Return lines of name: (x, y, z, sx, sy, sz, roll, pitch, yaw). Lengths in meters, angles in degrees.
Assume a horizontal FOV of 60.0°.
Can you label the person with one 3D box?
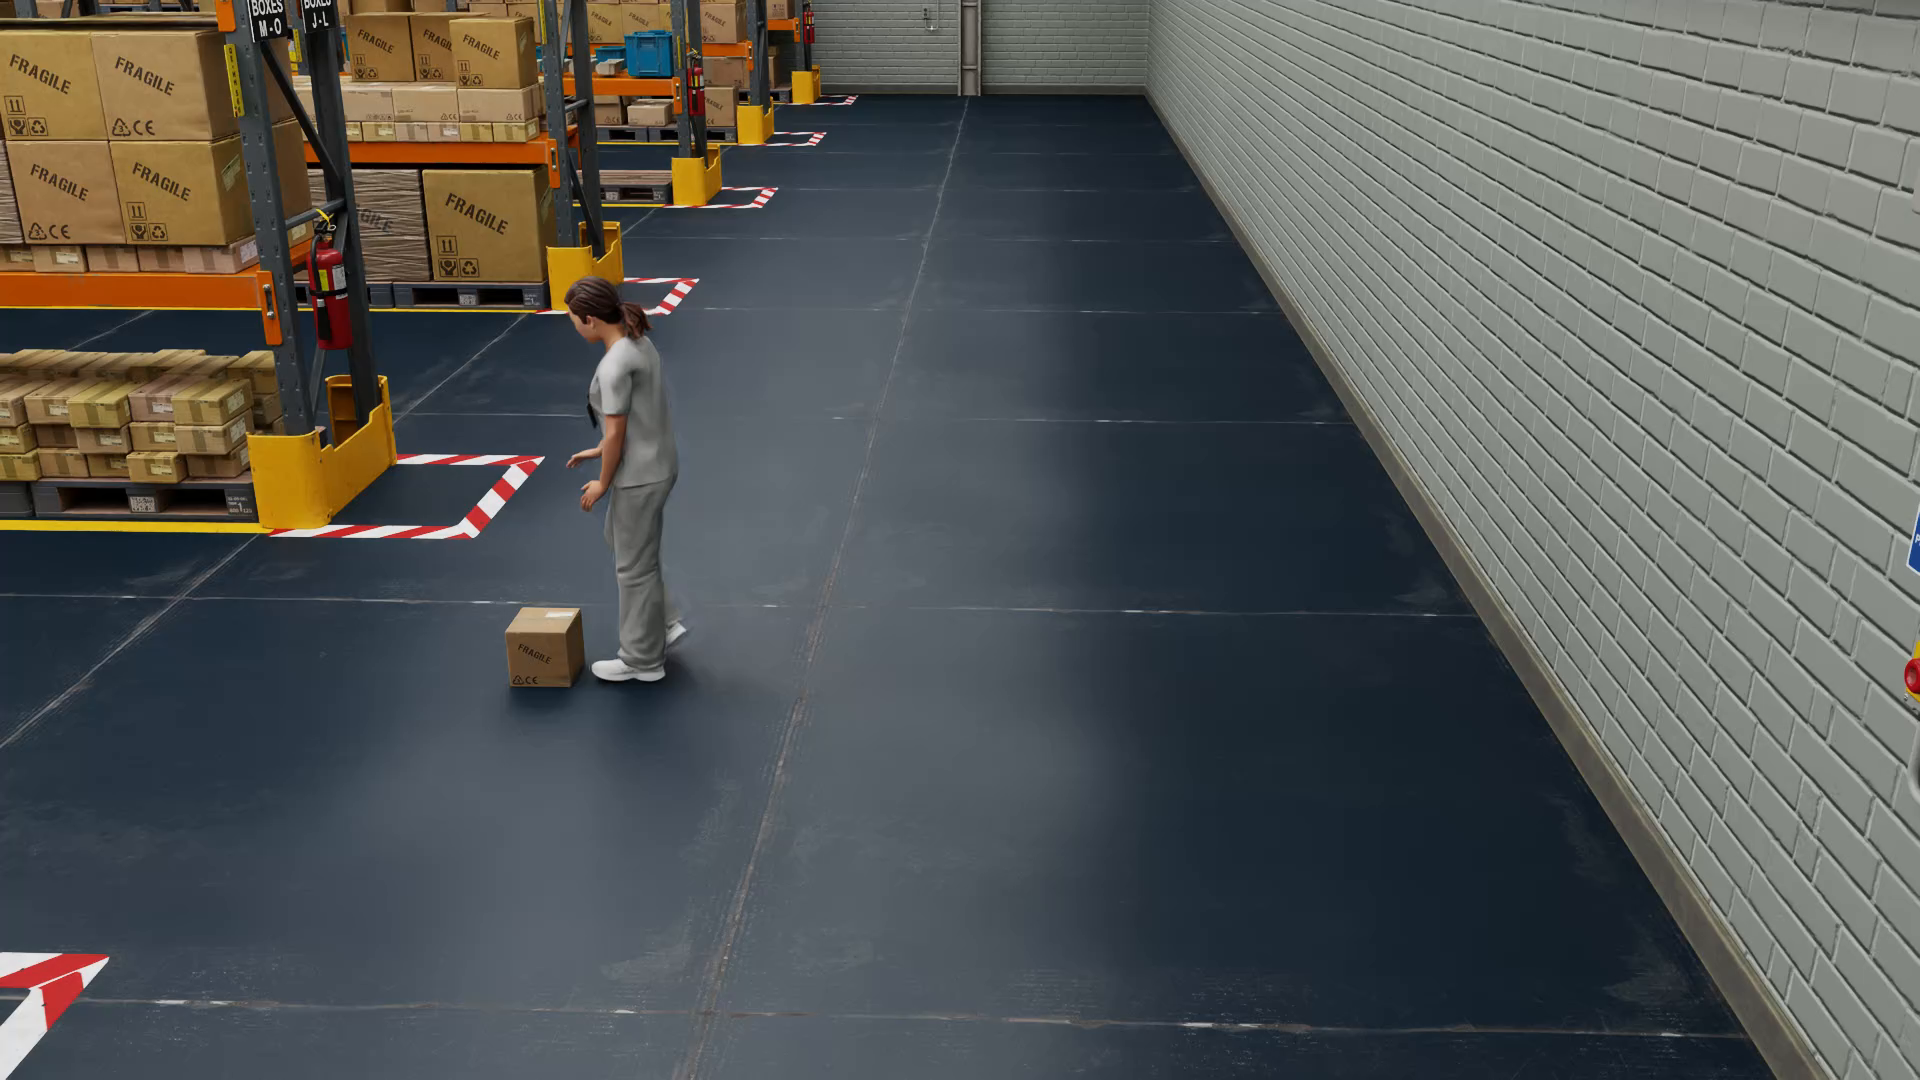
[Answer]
person: (-1.376, -0.225, 6.683, 0.497, 1.699, 0.473, 2, 21, 5)
